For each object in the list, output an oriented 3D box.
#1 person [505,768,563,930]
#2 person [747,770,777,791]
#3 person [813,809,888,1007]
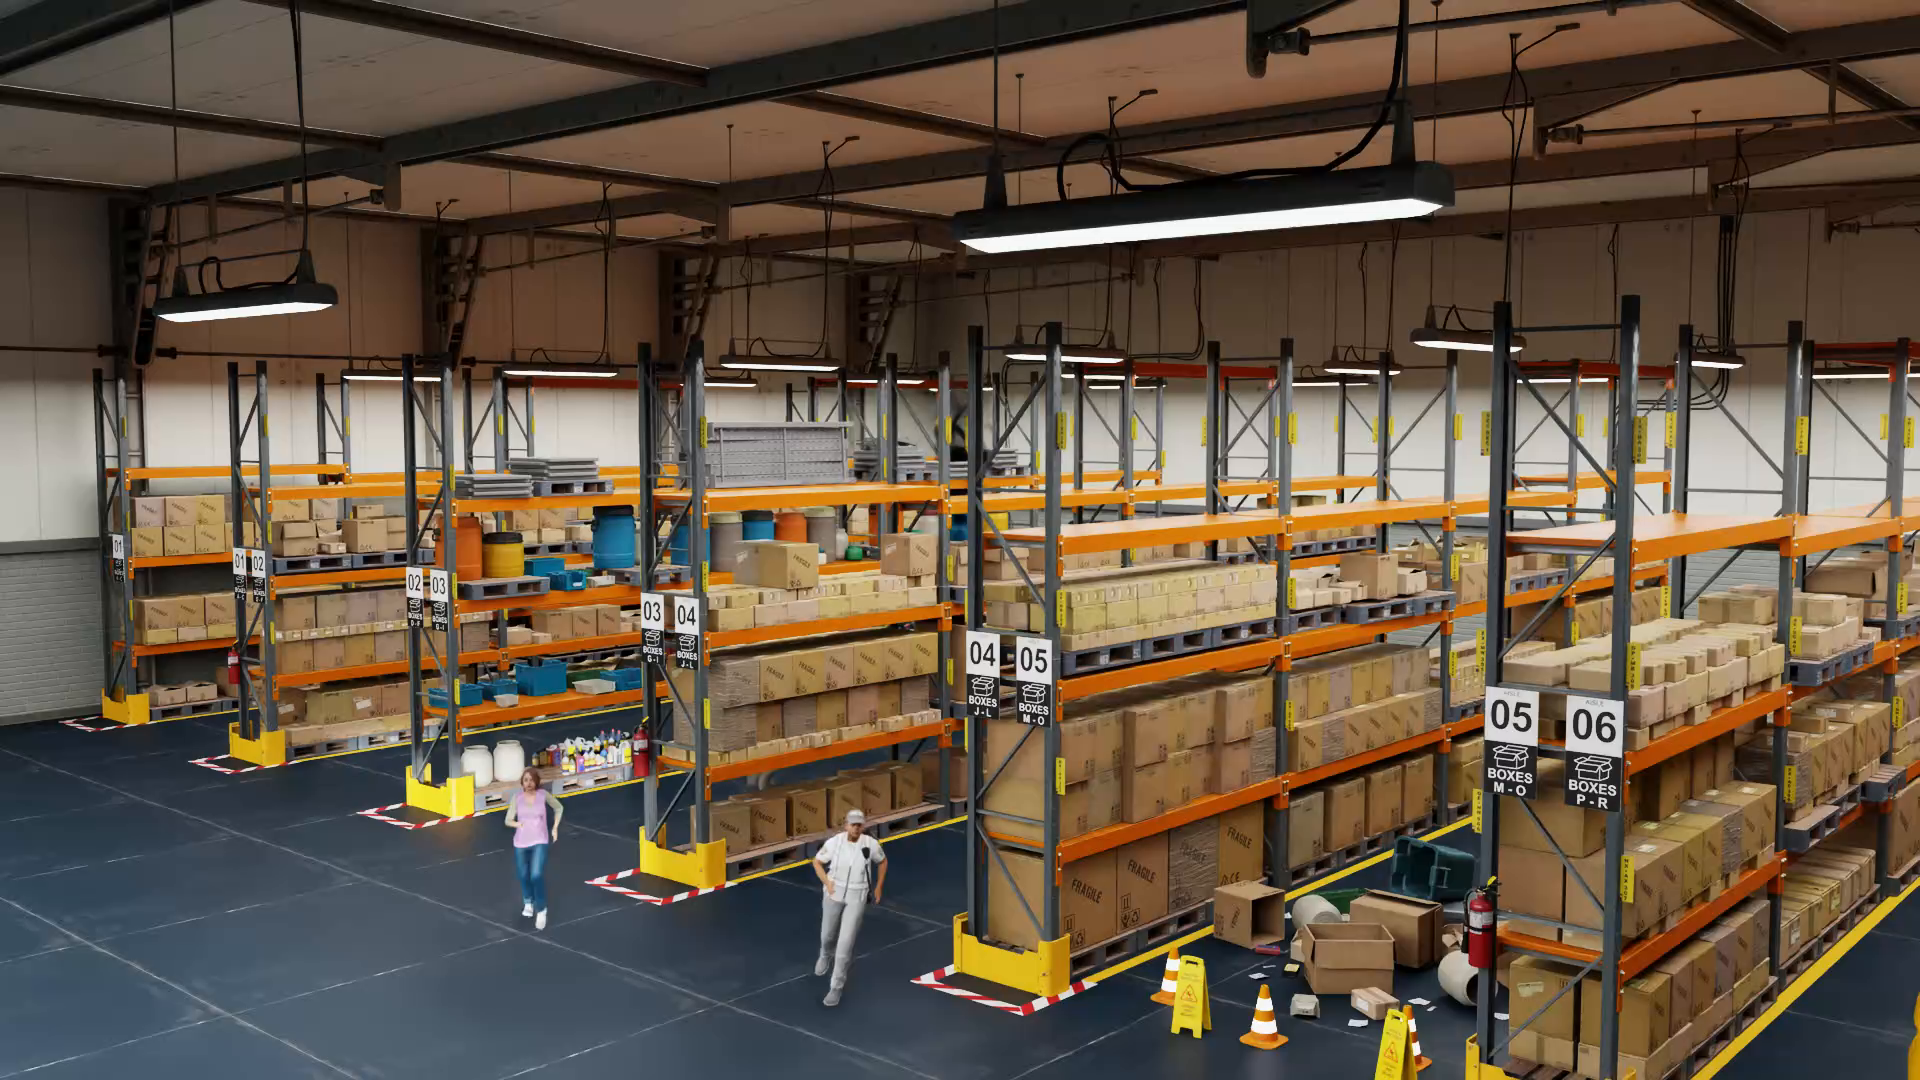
[{"bbox_3d":[-4.344,3.125,16.914,0.525,1.627,0.694,0,4,0],"label":"person"},{"bbox_3d":[-2.507,2.762,21.489,0.588,1.651,0.563,3,5,34],"label":"person"},{"bbox_3d":[-1.012,3.240,14.958,0.691,1.649,0.925,0,4,4],"label":"person"}]
